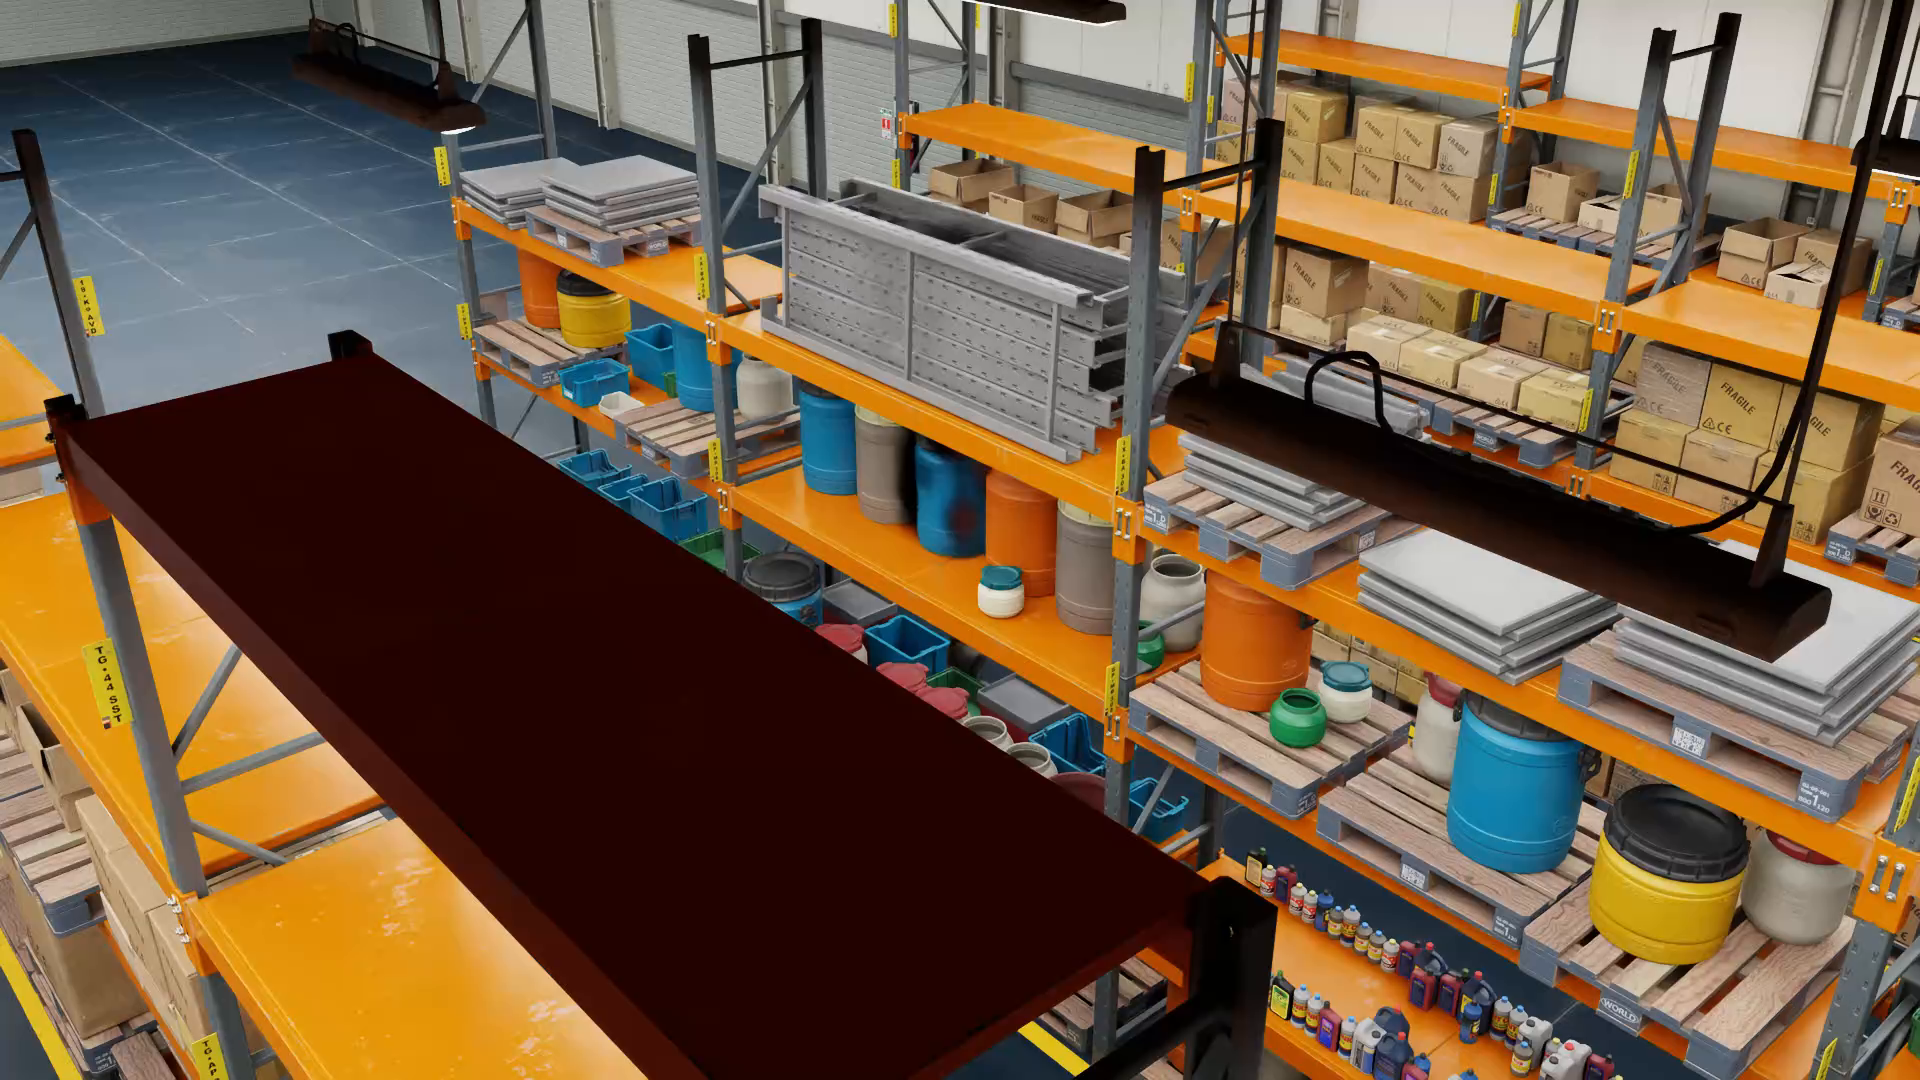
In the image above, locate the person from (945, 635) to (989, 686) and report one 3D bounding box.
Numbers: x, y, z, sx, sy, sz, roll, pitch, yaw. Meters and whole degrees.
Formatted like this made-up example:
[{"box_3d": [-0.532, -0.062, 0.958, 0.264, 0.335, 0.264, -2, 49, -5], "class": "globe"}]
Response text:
[{"box_3d": [0.110, 0.926, 14.016, 0.727, 1.606, 0.571, 22, 34, 36], "class": "person"}]
